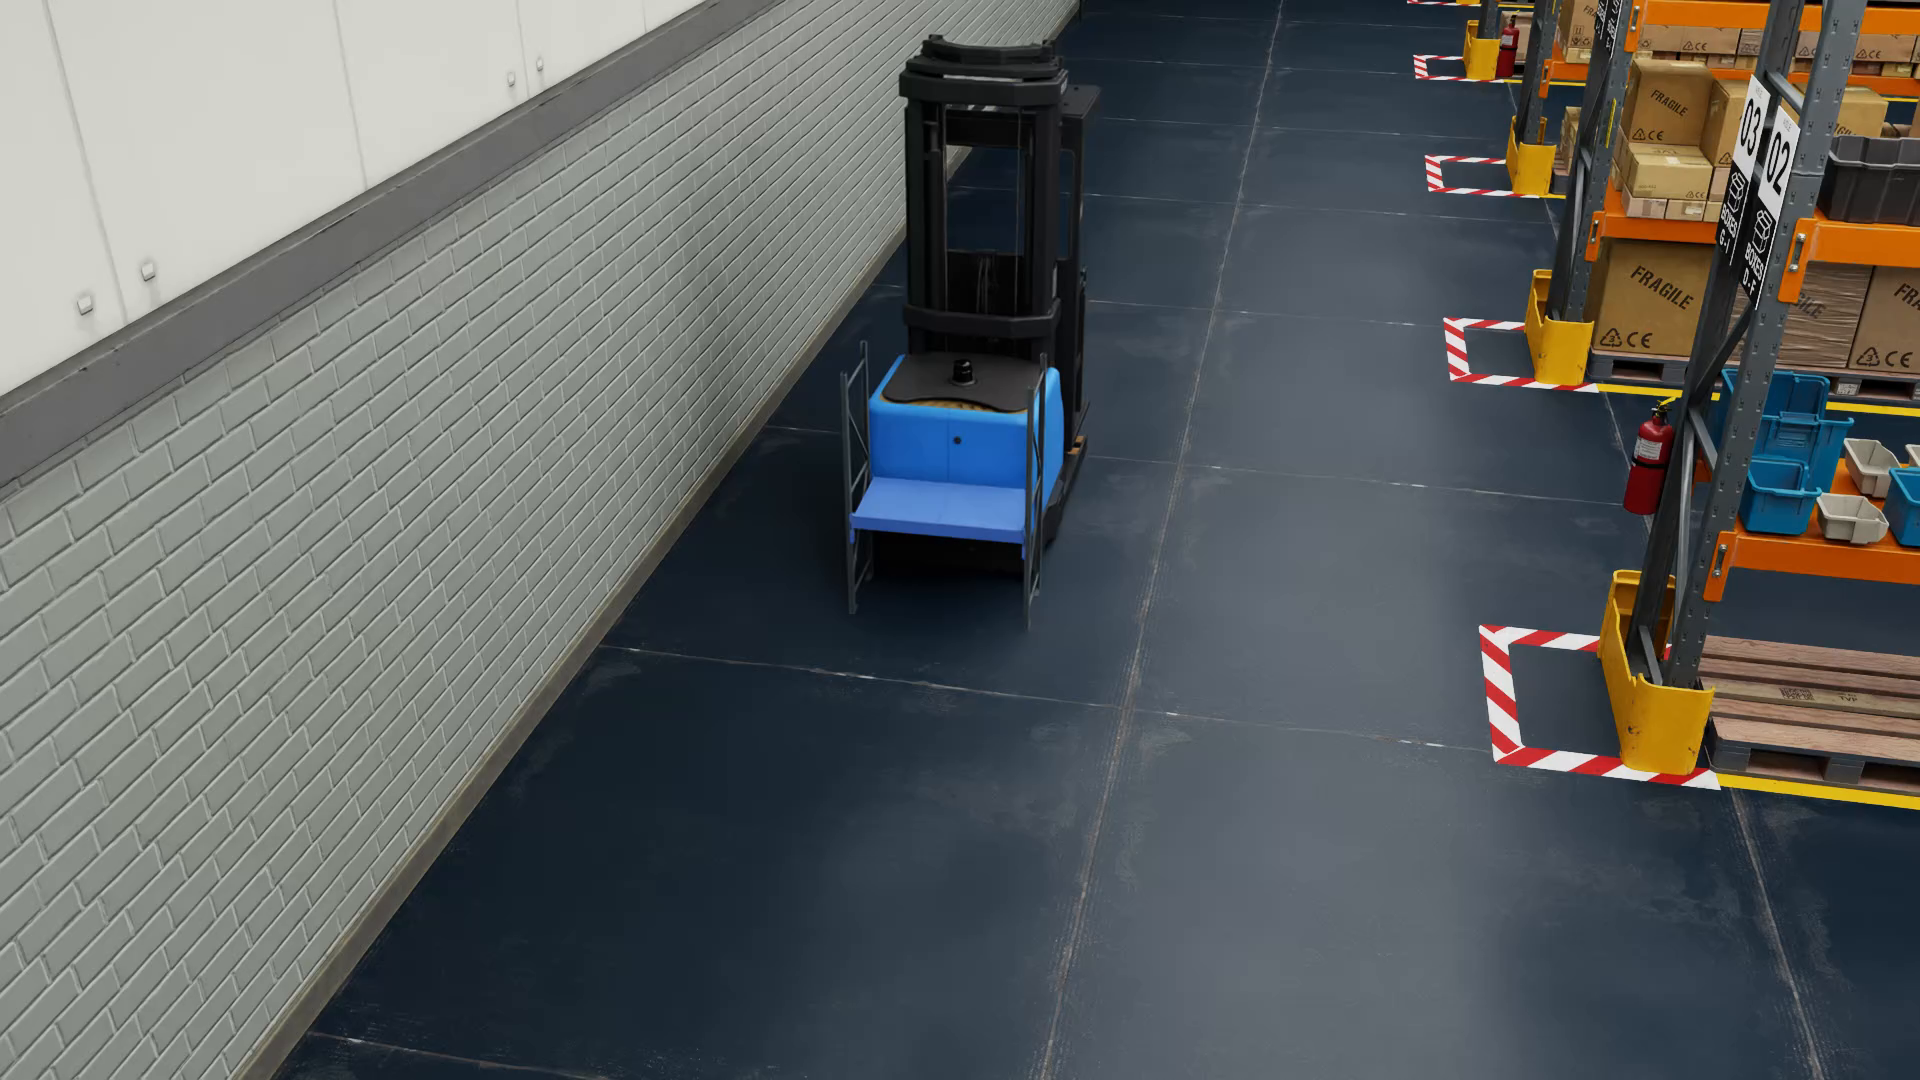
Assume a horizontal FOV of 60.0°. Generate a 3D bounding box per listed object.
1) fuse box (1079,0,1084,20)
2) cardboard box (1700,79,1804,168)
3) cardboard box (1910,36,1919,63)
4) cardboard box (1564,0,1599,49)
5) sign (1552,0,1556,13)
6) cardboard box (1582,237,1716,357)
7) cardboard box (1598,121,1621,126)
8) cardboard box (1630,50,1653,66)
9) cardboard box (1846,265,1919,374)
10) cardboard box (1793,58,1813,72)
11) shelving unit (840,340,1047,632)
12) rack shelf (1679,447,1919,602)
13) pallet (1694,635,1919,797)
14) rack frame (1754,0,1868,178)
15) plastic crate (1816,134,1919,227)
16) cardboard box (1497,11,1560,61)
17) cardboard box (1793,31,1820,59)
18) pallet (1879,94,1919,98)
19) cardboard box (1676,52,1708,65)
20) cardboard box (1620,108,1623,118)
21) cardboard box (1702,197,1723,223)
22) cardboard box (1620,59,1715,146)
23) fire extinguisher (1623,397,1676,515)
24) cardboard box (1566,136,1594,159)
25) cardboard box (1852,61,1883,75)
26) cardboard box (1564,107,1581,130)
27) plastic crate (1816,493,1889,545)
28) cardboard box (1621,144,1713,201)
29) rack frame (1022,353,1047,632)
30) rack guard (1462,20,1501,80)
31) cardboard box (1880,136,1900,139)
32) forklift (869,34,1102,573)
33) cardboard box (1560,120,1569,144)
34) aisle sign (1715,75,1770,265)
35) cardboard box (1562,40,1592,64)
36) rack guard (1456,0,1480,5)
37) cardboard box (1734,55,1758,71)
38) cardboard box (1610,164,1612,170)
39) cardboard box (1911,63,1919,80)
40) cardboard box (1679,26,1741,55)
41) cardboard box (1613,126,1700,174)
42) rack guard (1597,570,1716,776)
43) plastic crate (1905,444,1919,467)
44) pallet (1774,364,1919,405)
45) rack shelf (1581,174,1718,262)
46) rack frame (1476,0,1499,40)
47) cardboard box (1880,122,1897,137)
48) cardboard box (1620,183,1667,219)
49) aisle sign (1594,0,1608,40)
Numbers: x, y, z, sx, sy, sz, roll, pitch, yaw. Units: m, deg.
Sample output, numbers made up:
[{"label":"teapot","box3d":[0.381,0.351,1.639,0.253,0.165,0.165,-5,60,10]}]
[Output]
[{"label":"fuse box","box3d":[1.800,-8.373,23.924,0.414,1.711,0.539,6,29,11]},{"label":"cardboard box","box3d":[5.571,-2.926,11.699,0.500,0.500,0.500,5,29,9]},{"label":"cardboard box","box3d":[9.183,-4.766,15.580,0.500,0.500,0.500,6,29,11]},{"label":"cardboard box","box3d":[6.185,-5.076,16.147,0.500,0.500,0.500,7,30,13]},{"label":"sign","box3d":[5.690,-5.202,15.888,0.005,0.325,0.100,6,29,11]},{"label":"cardboard box","box3d":[5.311,-1.983,12.686,0.875,0.875,0.875,6,29,11]},{"label":"cardboard box","box3d":[6.540,-4.088,16.668,0.250,0.149,0.380,6,29,11]},{"label":"cardboard box","box3d":[6.561,-4.722,16.175,0.250,0.149,0.380,5,29,9]},{"label":"cardboard box","box3d":[7.072,-1.803,12.357,0.875,0.875,0.875,6,29,11]},{"label":"cardboard box","box3d":[8.107,-4.615,15.980,0.250,0.149,0.380,5,29,10]},{"label":"shelving unit","box3d":[-0.083,-0.298,9.395,1.048,1.500,0.538,5,29,9]},{"label":"rack shelf","box3d":[5.590,0.084,7.883,4.000,0.370,1.077,6,29,11]},{"label":"pallet","box3d":[4.433,0.892,8.562,1.213,0.211,1.003,6,29,11]},{"label":"rack frame","box3d":[3.634,-3.063,6.636,0.127,3.000,1.000,6,29,11]},{"label":"plastic crate","box3d":[3.953,-1.521,7.078,0.590,0.269,0.497,6,29,11]},{"label":"cardboard box","box3d":[7.405,-6.453,21.306,0.875,0.438,0.875,5,29,9]},{"label":"cardboard box","box3d":[8.189,-4.869,15.768,0.500,0.500,0.500,6,29,10]},{"label":"pallet","box3d":[11.420,-5.745,20.687,1.213,0.211,1.003,6,29,11]},{"label":"cardboard box","box3d":[7.103,-4.722,16.175,0.250,0.149,0.380,6,29,10]},{"label":"cardboard box","box3d":[6.888,-4.319,17.089,0.250,0.149,0.380,5,29,9]},{"label":"cardboard box","box3d":[5.449,-2.406,11.945,0.250,0.149,0.380,5,29,9]},{"label":"cardboard box","box3d":[5.200,-3.226,12.246,0.500,0.500,0.500,6,29,11]},{"label":"fire extinguisher","box3d":[3.582,-0.463,8.602,0.183,0.674,0.296,6,29,11]},{"label":"cardboard box","box3d":[6.262,-3.968,16.758,0.250,0.149,0.380,7,29,13]},{"label":"cardboard box","box3d":[8.626,-4.572,15.901,0.250,0.149,0.380,5,29,9]},{"label":"cardboard box","box3d":[6.374,-4.337,17.123,0.250,0.149,0.380,6,29,11]},{"label":"plastic crate","box3d":[4.104,-0.092,7.668,0.298,0.136,0.250,6,29,11]},{"label":"cardboard box","box3d":[5.082,-2.647,11.971,0.500,0.250,0.500,5,29,9]},{"label":"rack frame","box3d":[0.417,-0.253,9.312,0.032,1.500,0.500,5,29,9]},{"label":"rack guard","box3d":[6.715,-6.318,21.431,0.348,0.500,1.175,6,29,11]},{"label":"cardboard box","box3d":[9.055,-3.791,16.125,0.250,0.149,0.380,6,29,11]},{"label":"forklift","box3d":[0.262,-1.777,10.606,1.130,2.935,3.031,6,29,11]},{"label":"cardboard box","box3d":[6.379,-4.222,17.222,0.250,0.149,0.380,5,29,9]},{"label":"aisle sign","box3d":[3.625,-1.717,7.717,0.004,0.787,0.394,6,29,11]},{"label":"cardboard box","box3d":[6.052,-4.780,16.282,0.250,0.149,0.380,6,29,10]},{"label":"rack guard","box3d":[7.845,-8.639,25.671,0.348,0.500,1.175,6,29,11]},{"label":"cardboard box","box3d":[7.588,-4.648,16.040,0.250,0.149,0.380,7,29,12]},{"label":"cardboard box","box3d":[6.522,-3.820,16.797,0.250,0.149,0.380,6,29,10]},{"label":"cardboard box","box3d":[9.112,-4.459,15.695,0.250,0.149,0.380,5,29,9]},{"label":"cardboard box","box3d":[7.190,-4.980,15.970,0.500,0.500,0.500,6,29,11]},{"label":"cardboard box","box3d":[5.198,-2.898,12.429,0.500,0.250,0.500,5,29,10]},{"label":"rack guard","box3d":[3.608,0.669,8.670,0.348,0.500,1.175,6,29,11]},{"label":"plastic crate","box3d":[4.750,-0.310,8.066,0.243,0.136,0.396,6,29,11]},{"label":"pallet","box3d":[6.657,-1.368,12.690,1.213,0.211,1.003,6,29,11]},{"label":"rack shelf","box3d":[6.625,-2.242,12.132,4.000,0.370,1.077,6,29,11]},{"label":"rack frame","box3d":[6.738,-7.412,20.826,0.127,3.000,1.000,6,29,11]},{"label":"cardboard box","box3d":[9.165,-4.058,16.612,0.250,0.149,0.380,7,30,13]},{"label":"cardboard box","box3d":[4.947,-2.457,12.038,0.250,0.149,0.380,6,29,11]},{"label":"aisle sign","box3d":[4.661,-4.046,11.972,0.004,0.787,0.394,6,29,11]}]
